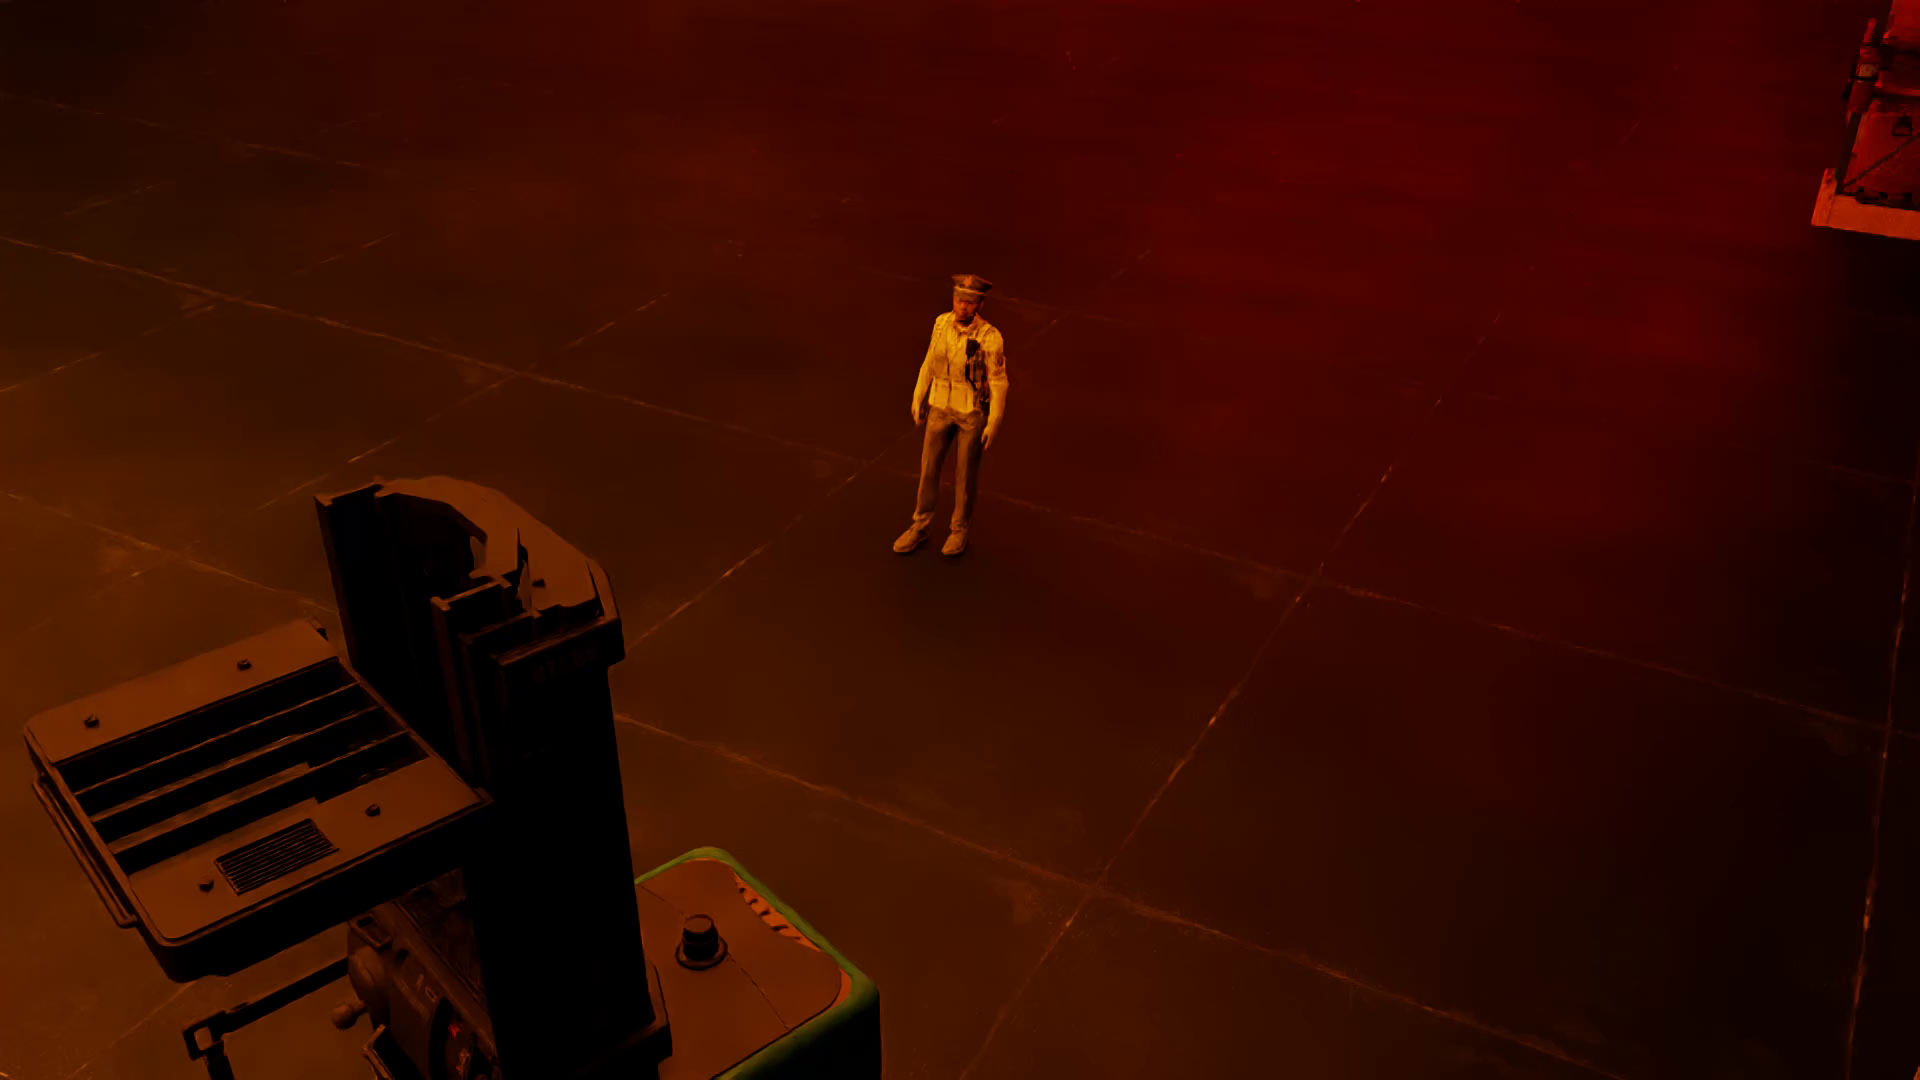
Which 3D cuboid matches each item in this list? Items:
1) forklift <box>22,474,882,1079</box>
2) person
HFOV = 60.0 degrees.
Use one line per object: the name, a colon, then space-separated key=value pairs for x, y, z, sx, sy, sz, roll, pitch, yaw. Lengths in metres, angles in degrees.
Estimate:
forklift: x=-1.690 y=1.404 z=4.638 sx=3.031 sy=2.935 sz=1.130 roll=-24 pitch=37 yaw=-35
person: x=-0.039 y=-0.712 z=9.527 sx=0.586 sy=1.695 sz=0.532 roll=15 pitch=33 yaw=25
